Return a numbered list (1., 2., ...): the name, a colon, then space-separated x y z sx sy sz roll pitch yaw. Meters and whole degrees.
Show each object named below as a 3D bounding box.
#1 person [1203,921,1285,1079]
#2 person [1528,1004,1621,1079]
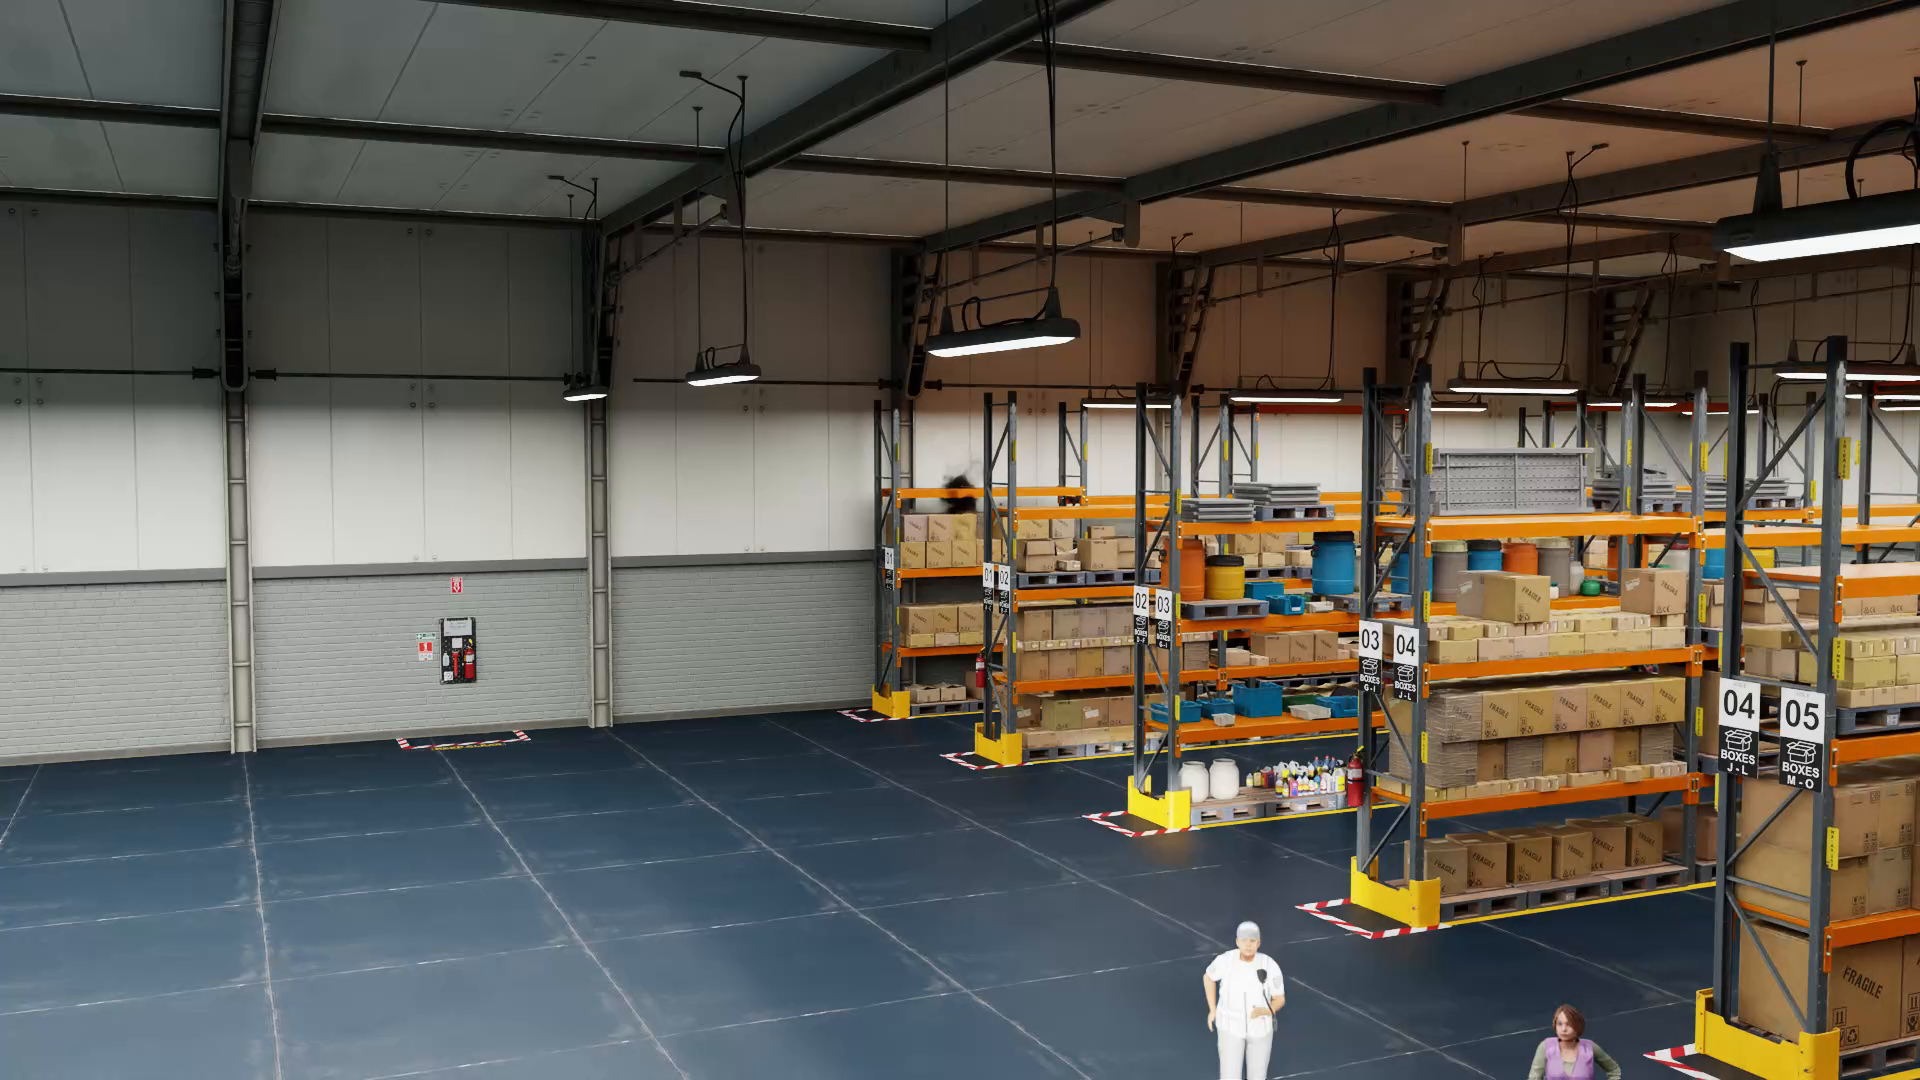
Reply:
1. person: 2.089 3.626 12.196 0.578 1.660 0.660 0 3 5
2. person: 3.892 3.762 10.593 0.541 1.613 0.703 2 4 28
